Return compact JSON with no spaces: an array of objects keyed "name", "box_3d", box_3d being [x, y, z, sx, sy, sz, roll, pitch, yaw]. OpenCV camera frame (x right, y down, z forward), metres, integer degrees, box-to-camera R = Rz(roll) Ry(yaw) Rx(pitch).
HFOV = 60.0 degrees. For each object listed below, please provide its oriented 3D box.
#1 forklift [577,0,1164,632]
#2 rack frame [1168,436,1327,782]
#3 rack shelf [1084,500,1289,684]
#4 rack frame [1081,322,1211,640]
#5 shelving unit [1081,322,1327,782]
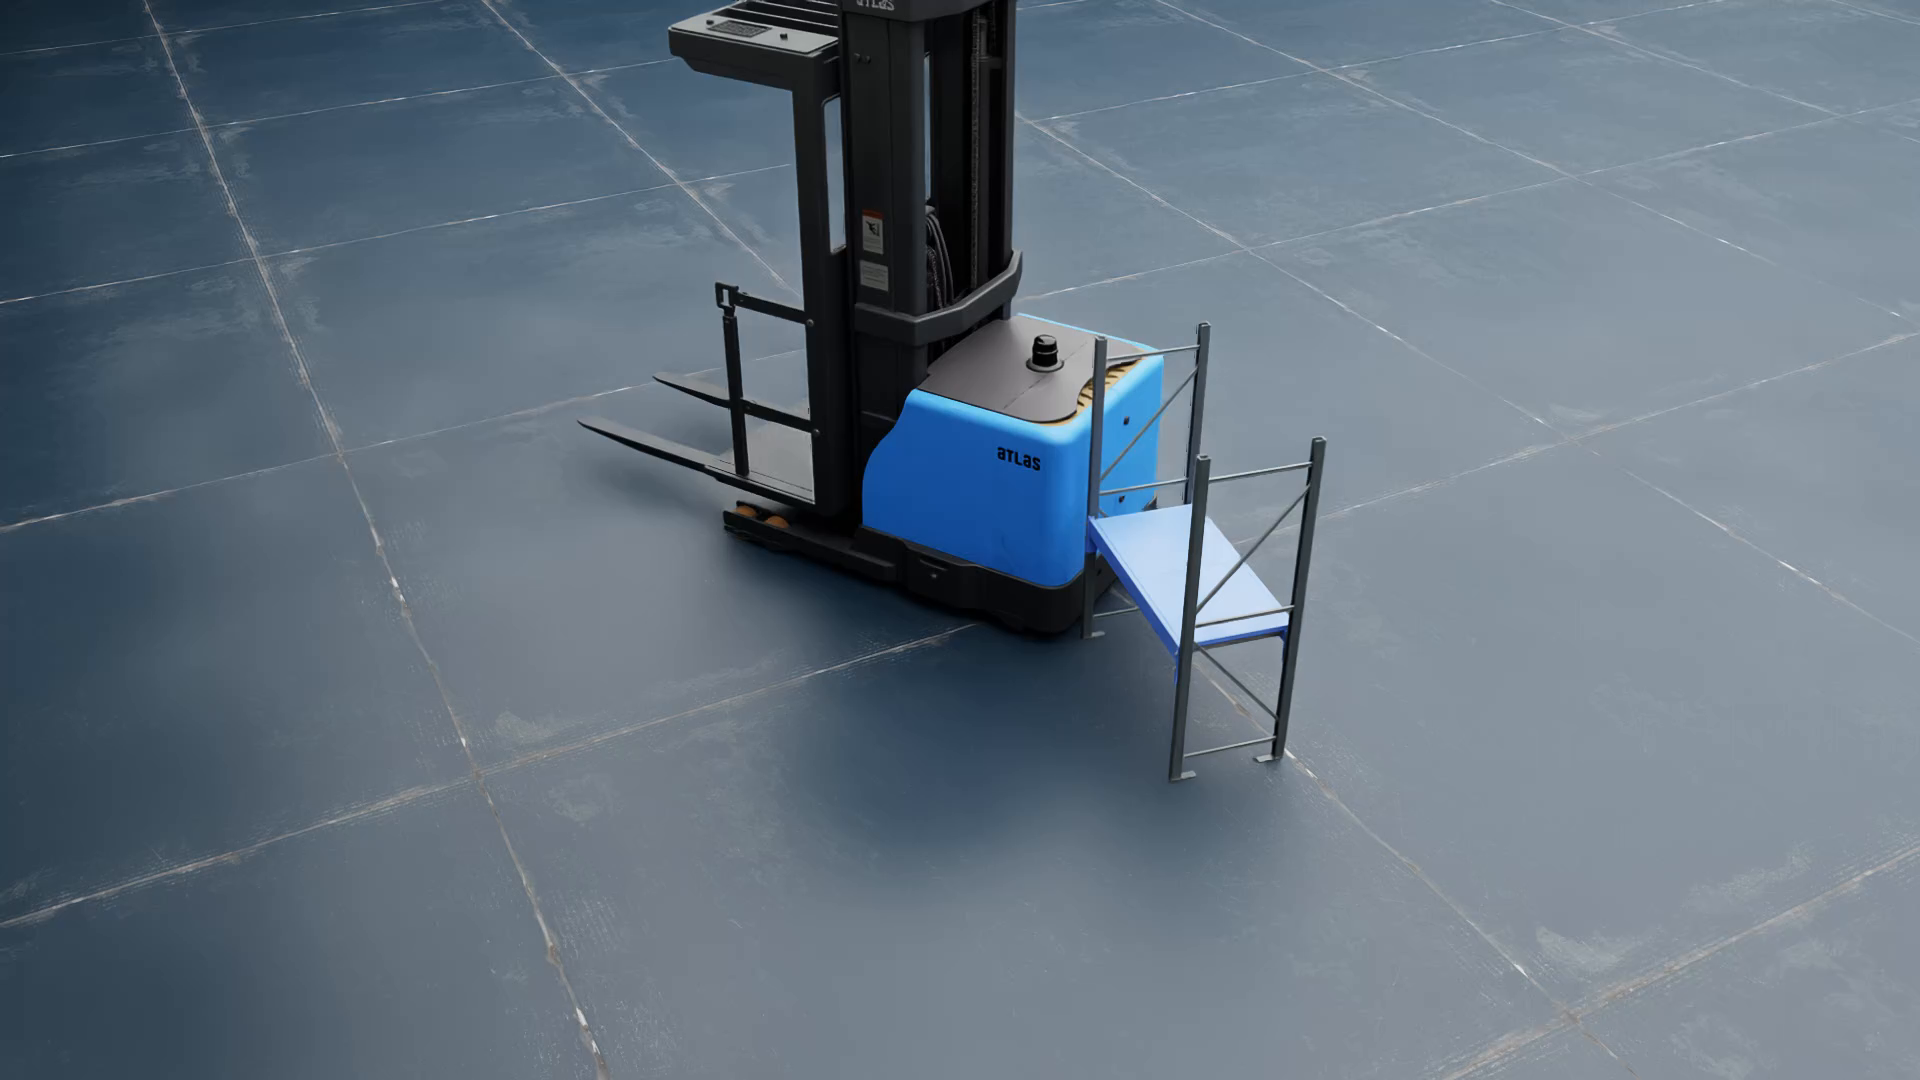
[{"name":"forklift","box_3d":[-0.573,-1.405,7.726,3.031,2.935,1.130,18,37,26]},{"name":"rack frame","box_3d":[1.088,0.299,6.392,0.500,1.500,0.032,-9,34,-14]},{"name":"rack shelf","box_3d":[0.940,0.189,6.899,0.538,0.185,1.000,-9,34,-14]},{"name":"rack frame","box_3d":[0.792,-0.225,7.211,0.500,1.500,0.032,-9,34,-14]},{"name":"shelving unit","box_3d":[0.940,0.037,6.802,0.538,1.500,1.048,-9,34,-14]}]
